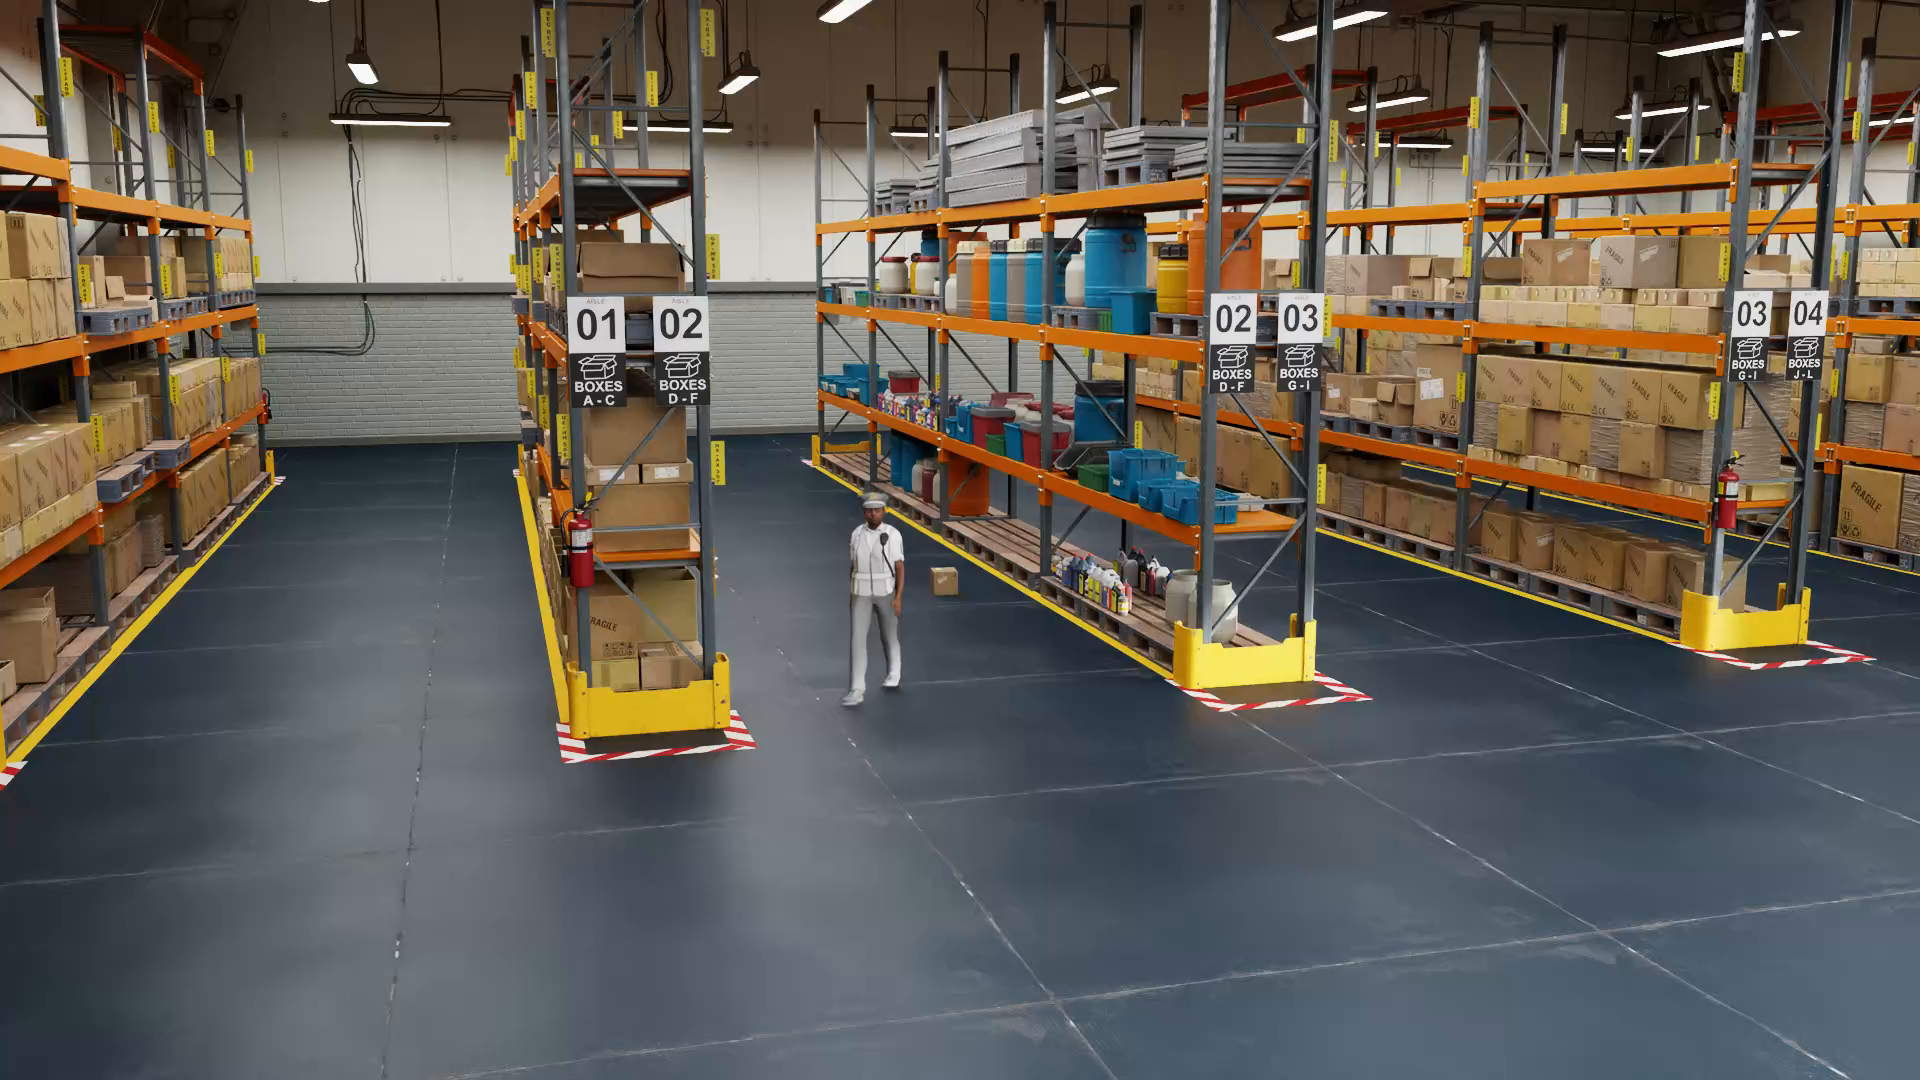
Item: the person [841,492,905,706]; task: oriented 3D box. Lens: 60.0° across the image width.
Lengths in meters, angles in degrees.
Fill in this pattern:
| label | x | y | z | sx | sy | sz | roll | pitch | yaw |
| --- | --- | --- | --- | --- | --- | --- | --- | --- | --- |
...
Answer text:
| label | x | y | z | sx | sy | sz | roll | pitch | yaw |
| --- | --- | --- | --- | --- | --- | --- | --- | --- | --- |
| person | -0.676 | 0.434 | 13.119 | 0.482 | 1.634 | 0.958 | 1 | 9 | 8 |
